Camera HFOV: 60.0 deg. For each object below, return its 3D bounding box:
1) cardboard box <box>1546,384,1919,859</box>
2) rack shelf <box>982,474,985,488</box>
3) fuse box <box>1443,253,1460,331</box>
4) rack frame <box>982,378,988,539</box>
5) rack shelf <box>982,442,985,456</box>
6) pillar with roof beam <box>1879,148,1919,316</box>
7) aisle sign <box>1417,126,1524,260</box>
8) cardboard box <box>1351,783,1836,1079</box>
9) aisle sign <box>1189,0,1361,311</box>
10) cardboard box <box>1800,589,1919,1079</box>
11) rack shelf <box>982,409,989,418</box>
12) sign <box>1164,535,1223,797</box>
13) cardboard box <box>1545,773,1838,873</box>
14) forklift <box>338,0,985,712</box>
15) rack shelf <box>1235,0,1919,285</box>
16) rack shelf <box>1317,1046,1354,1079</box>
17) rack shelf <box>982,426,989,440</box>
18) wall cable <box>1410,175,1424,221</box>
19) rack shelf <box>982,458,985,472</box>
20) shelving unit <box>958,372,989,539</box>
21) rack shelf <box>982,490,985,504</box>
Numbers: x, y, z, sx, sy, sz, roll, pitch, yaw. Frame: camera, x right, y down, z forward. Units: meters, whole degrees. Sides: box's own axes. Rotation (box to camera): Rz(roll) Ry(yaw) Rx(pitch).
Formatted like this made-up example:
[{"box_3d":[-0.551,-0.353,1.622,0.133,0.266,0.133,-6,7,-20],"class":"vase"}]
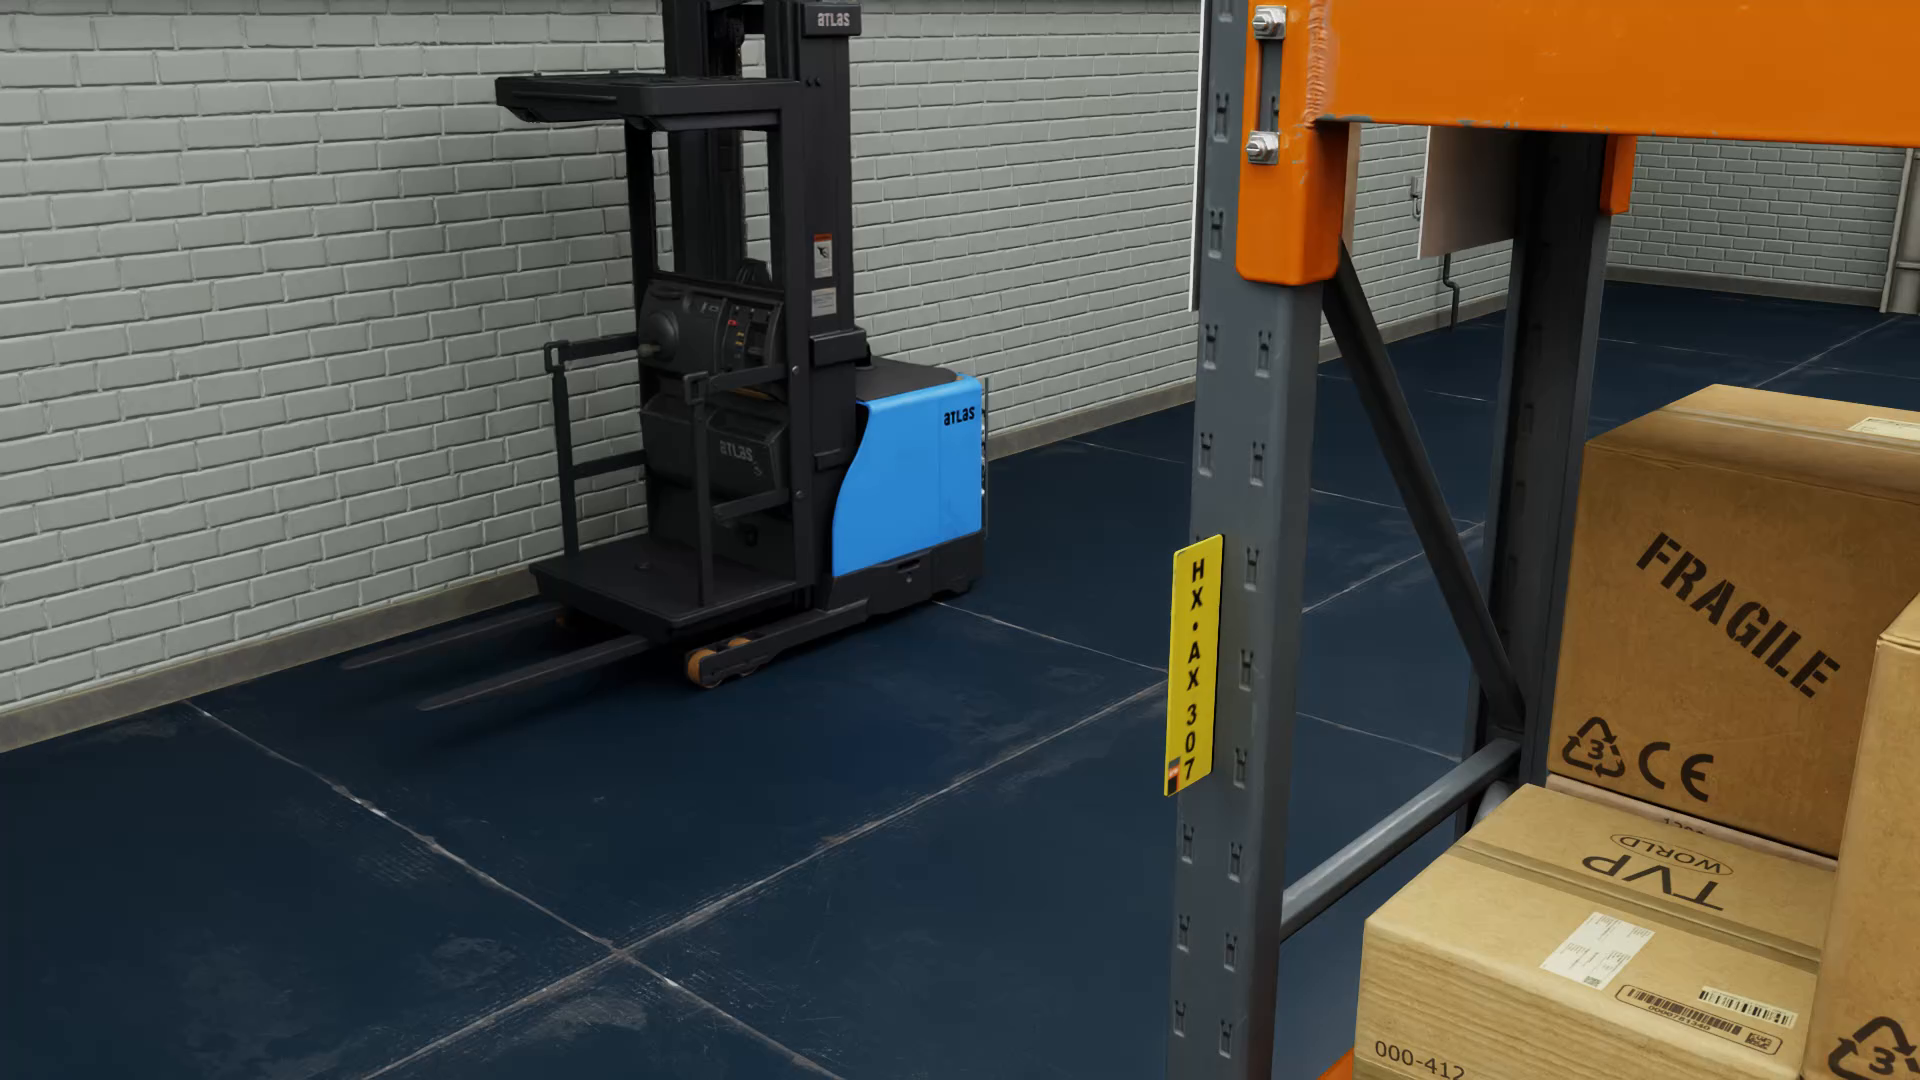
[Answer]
[{"box_3d":[1.205,0.096,2.367,0.500,0.500,0.500,15,23,40],"class":"cardboard box"},{"box_3d":[-0.006,-0.313,9.018,0.200,0.077,0.258,15,23,39],"class":"rack shelf"},{"box_3d":[4.514,-2.716,14.840,0.414,1.711,0.539,15,23,39],"class":"fuse box"},{"box_3d":[0.070,-0.410,8.916,0.006,0.900,0.240,15,23,39],"class":"rack frame"},{"box_3d":[-0.006,-0.485,8.964,0.200,0.077,0.258,15,23,39],"class":"rack shelf"},{"box_3d":[6.260,-5.511,11.602,0.400,9.000,9.100,15,23,39],"class":"pillar with roof beam"},{"box_3d":[0.811,-0.836,2.490,0.004,0.787,0.394,15,23,39],"class":"aisle sign"},{"box_3d":[0.846,0.572,2.106,0.500,0.250,0.500,14,23,38],"class":"cardboard box"},{"box_3d":[0.413,-0.700,2.062,0.004,0.787,0.394,15,23,39],"class":"aisle sign"},{"box_3d":[1.220,0.315,1.676,0.500,0.500,0.500,14,23,38],"class":"cardboard box"},{"box_3d":[-0.006,-0.656,8.909,0.200,0.077,0.258,15,23,39],"class":"rack shelf"},{"box_3d":[0.293,0.159,2.089,0.005,0.325,0.100,15,23,39],"class":"sign"},{"box_3d":[1.204,0.452,2.484,0.500,0.250,0.500,15,23,38],"class":"cardboard box"},{"box_3d":[-1.253,-0.937,7.218,1.130,2.935,3.031,16,24,41],"class":"forklift"},{"box_3d":[2.162,-0.200,1.014,4.000,0.370,1.077,15,23,39],"class":"rack shelf"},{"box_3d":[2.162,1.230,1.467,4.000,0.370,1.077,15,23,39],"class":"rack shelf"},{"box_3d":[-0.006,-0.570,8.936,0.200,0.077,0.258,15,23,39],"class":"rack shelf"},{"box_3d":[3.944,-3.691,14.104,0.122,1.984,0.588,15,23,39],"class":"wall cable"},{"box_3d":[-0.006,-0.399,8.991,0.200,0.077,0.258,15,23,39],"class":"rack shelf"},{"box_3d":[-0.006,-0.431,8.981,0.210,0.900,0.258,15,23,39],"class":"shelving unit"},{"box_3d":[-0.006,-0.227,9.045,0.200,0.077,0.258,15,23,39],"class":"rack shelf"}]
